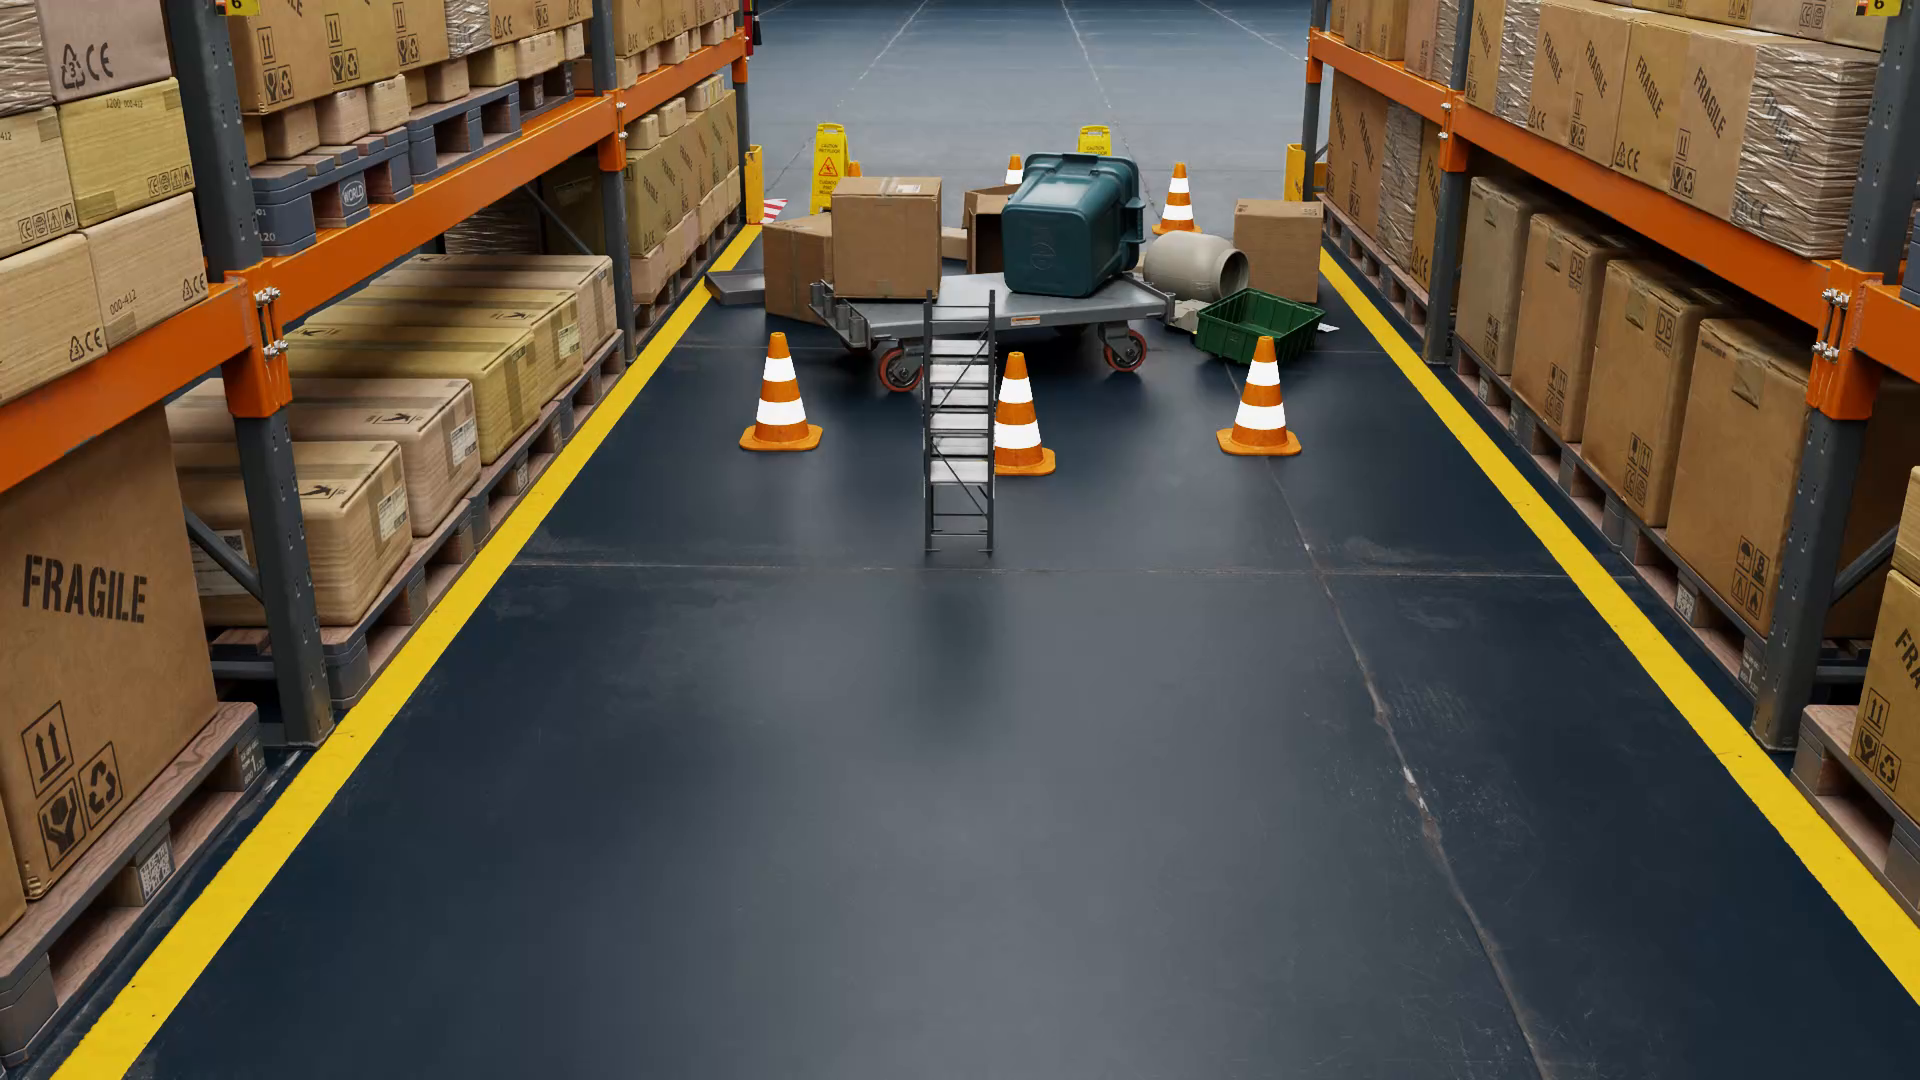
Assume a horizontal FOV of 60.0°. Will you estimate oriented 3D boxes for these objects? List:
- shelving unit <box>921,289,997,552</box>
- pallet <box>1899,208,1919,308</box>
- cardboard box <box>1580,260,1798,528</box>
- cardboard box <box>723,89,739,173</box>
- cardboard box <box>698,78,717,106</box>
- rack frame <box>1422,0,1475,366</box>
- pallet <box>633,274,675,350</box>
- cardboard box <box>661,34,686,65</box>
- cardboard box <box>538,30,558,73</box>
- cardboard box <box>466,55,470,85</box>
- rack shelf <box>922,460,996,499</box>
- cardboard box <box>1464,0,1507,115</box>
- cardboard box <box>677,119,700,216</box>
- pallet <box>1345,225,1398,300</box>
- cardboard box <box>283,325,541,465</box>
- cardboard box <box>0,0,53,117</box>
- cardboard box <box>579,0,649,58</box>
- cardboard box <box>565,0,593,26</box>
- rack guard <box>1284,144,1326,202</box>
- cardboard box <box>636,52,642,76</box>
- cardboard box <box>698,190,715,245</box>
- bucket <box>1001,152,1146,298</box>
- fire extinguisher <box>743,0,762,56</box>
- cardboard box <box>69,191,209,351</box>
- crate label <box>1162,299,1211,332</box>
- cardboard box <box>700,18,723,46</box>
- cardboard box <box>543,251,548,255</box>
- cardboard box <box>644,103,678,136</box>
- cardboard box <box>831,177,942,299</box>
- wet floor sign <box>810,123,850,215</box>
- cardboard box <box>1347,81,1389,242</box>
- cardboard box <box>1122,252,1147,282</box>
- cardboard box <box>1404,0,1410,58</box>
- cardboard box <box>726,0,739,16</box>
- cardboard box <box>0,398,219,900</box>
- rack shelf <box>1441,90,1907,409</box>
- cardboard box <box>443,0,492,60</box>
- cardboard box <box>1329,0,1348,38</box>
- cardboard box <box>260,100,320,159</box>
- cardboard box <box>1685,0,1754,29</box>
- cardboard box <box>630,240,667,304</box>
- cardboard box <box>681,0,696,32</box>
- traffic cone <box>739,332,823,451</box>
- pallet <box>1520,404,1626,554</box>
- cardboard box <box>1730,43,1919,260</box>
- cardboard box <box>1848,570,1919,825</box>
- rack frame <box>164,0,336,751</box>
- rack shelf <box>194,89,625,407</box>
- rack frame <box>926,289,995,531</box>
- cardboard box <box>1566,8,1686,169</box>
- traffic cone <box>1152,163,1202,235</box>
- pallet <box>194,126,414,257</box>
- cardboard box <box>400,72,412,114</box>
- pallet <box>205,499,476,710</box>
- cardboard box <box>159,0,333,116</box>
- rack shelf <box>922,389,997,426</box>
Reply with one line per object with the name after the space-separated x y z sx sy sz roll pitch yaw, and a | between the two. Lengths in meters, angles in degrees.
0.000 -0.417 5.859 0.258 0.900 0.210 1 21 2 | shelving unit
2.785 -0.485 3.397 1.213 0.211 1.003 1 21 2 | pallet
2.832 -0.515 5.740 1.050 0.750 0.750 1 21 2 | cardboard box
-1.771 -2.714 11.062 0.500 0.500 0.500 1 21 2 | cardboard box
-1.726 -2.792 10.366 0.380 0.149 0.250 1 21 3 | cardboard box
2.822 -2.279 7.756 1.000 3.000 0.127 1 21 2 | rack frame
-2.144 -1.240 8.934 1.003 0.211 1.213 1 21 2 | pallet
-1.751 -2.753 9.324 0.380 0.149 0.250 1 21 2 | cardboard box
-1.867 -1.998 6.798 0.380 0.149 0.250 0 21 1 | cardboard box
-2.025 -1.724 6.092 0.380 0.149 0.250 0 21 0 | cardboard box
0.000 -0.218 5.936 0.258 0.077 0.200 1 21 2 | rack shelf
2.537 -2.139 7.256 0.500 0.500 0.500 1 21 2 | cardboard box
-1.819 -2.152 9.613 0.500 0.500 0.500 2 21 4 | cardboard box
2.957 -1.696 10.107 1.003 0.211 1.213 1 21 2 | pallet
-2.181 -0.567 6.395 0.950 0.372 0.625 1 21 3 | cardboard box
-2.012 -0.988 2.909 0.500 0.500 0.500 1 21 3 | cardboard box
-1.837 -2.638 8.133 0.500 0.500 0.500 1 21 1 | cardboard box
-1.914 -2.509 7.218 0.500 0.500 0.500 0 21 1 | cardboard box
2.944 -2.569 11.958 1.175 0.500 0.348 1 21 2 | rack guard
-1.866 -2.479 8.618 0.380 0.149 0.250 1 21 1 | cardboard box
-1.797 -1.986 10.220 0.500 0.250 0.500 0 21 0 | cardboard box
0.521 -1.536 8.266 0.726 0.611 0.620 8 33 20 | bucket
-1.543 -3.744 11.638 0.296 0.674 0.183 1 21 2 | fire extinguisher
-2.007 -0.595 3.624 0.500 0.250 0.500 0 21 0 | cardboard box
1.240 -1.204 8.943 0.298 0.136 0.250 -16 26 -35 | crate label
-1.709 -3.210 10.503 0.380 0.149 0.250 1 21 3 | cardboard box
-2.380 -1.428 8.783 0.500 0.250 0.500 2 21 4 | cardboard box
-1.764 -2.304 9.107 0.380 0.149 0.250 1 21 4 | cardboard box
-0.349 -1.476 8.095 0.500 0.500 0.500 1 21 2 | cardboard box
-0.932 -2.703 12.103 0.267 0.644 0.232 8 23 20 | wet floor sign
2.964 -2.367 10.338 0.875 0.875 0.875 0 21 1 | cardboard box
1.033 -1.646 9.905 0.396 0.266 0.258 4 22 11 | cardboard box
2.949 -2.876 9.086 0.875 0.550 0.550 1 21 2 | cardboard box
-1.749 -3.729 10.945 0.500 0.500 0.500 0 21 1 | cardboard box
-2.355 0.193 3.742 0.875 0.875 0.875 0 21 1 | cardboard box
2.761 -1.221 6.023 1.077 0.370 4.000 1 21 2 | rack shelf
-1.965 -1.953 5.787 0.500 0.500 0.500 0 21 0 | cardboard box
2.977 -3.661 11.110 0.875 0.550 0.550 1 21 2 | cardboard box
-2.013 -1.147 4.605 0.380 0.149 0.250 -1 21 -2 | cardboard box
2.751 -1.876 5.198 0.700 0.500 0.500 0 21 1 | cardboard box
-1.841 -1.421 8.766 0.500 0.250 0.500 0 21 -1 | cardboard box
-1.821 -3.185 9.540 0.500 0.500 0.500 1 21 2 | cardboard box
-0.768 -0.651 7.066 0.336 0.463 0.334 1 21 2 | traffic cone
2.839 -0.257 6.400 1.003 0.211 1.213 1 21 2 | pallet
2.445 -1.045 4.438 0.500 0.500 0.500 1 21 2 | cardboard box
2.424 0.390 3.753 0.500 0.500 0.500 0 21 -1 | cardboard box
-2.251 -0.851 4.075 1.000 3.000 0.127 1 21 2 | rack frame
-2.190 -1.239 6.069 1.077 0.370 4.000 1 21 2 | rack shelf
0.003 -0.453 5.953 0.240 0.900 0.006 1 21 2 | rack frame
2.489 -1.592 5.847 0.500 0.500 0.500 1 21 2 | cardboard box
1.508 -2.366 11.488 0.336 0.463 0.334 1 21 2 | traffic cone
-2.336 -1.020 4.777 1.213 0.211 1.003 1 21 2 | pallet
-2.000 -1.433 5.341 0.380 0.149 0.250 2 21 5 | cardboard box
-2.226 0.167 5.308 1.003 0.211 1.213 1 21 2 | pallet
-2.006 -1.392 4.340 0.500 0.500 0.500 0 21 0 | cardboard box
0.000 -0.469 5.838 0.258 0.077 0.200 1 21 2 | rack shelf
